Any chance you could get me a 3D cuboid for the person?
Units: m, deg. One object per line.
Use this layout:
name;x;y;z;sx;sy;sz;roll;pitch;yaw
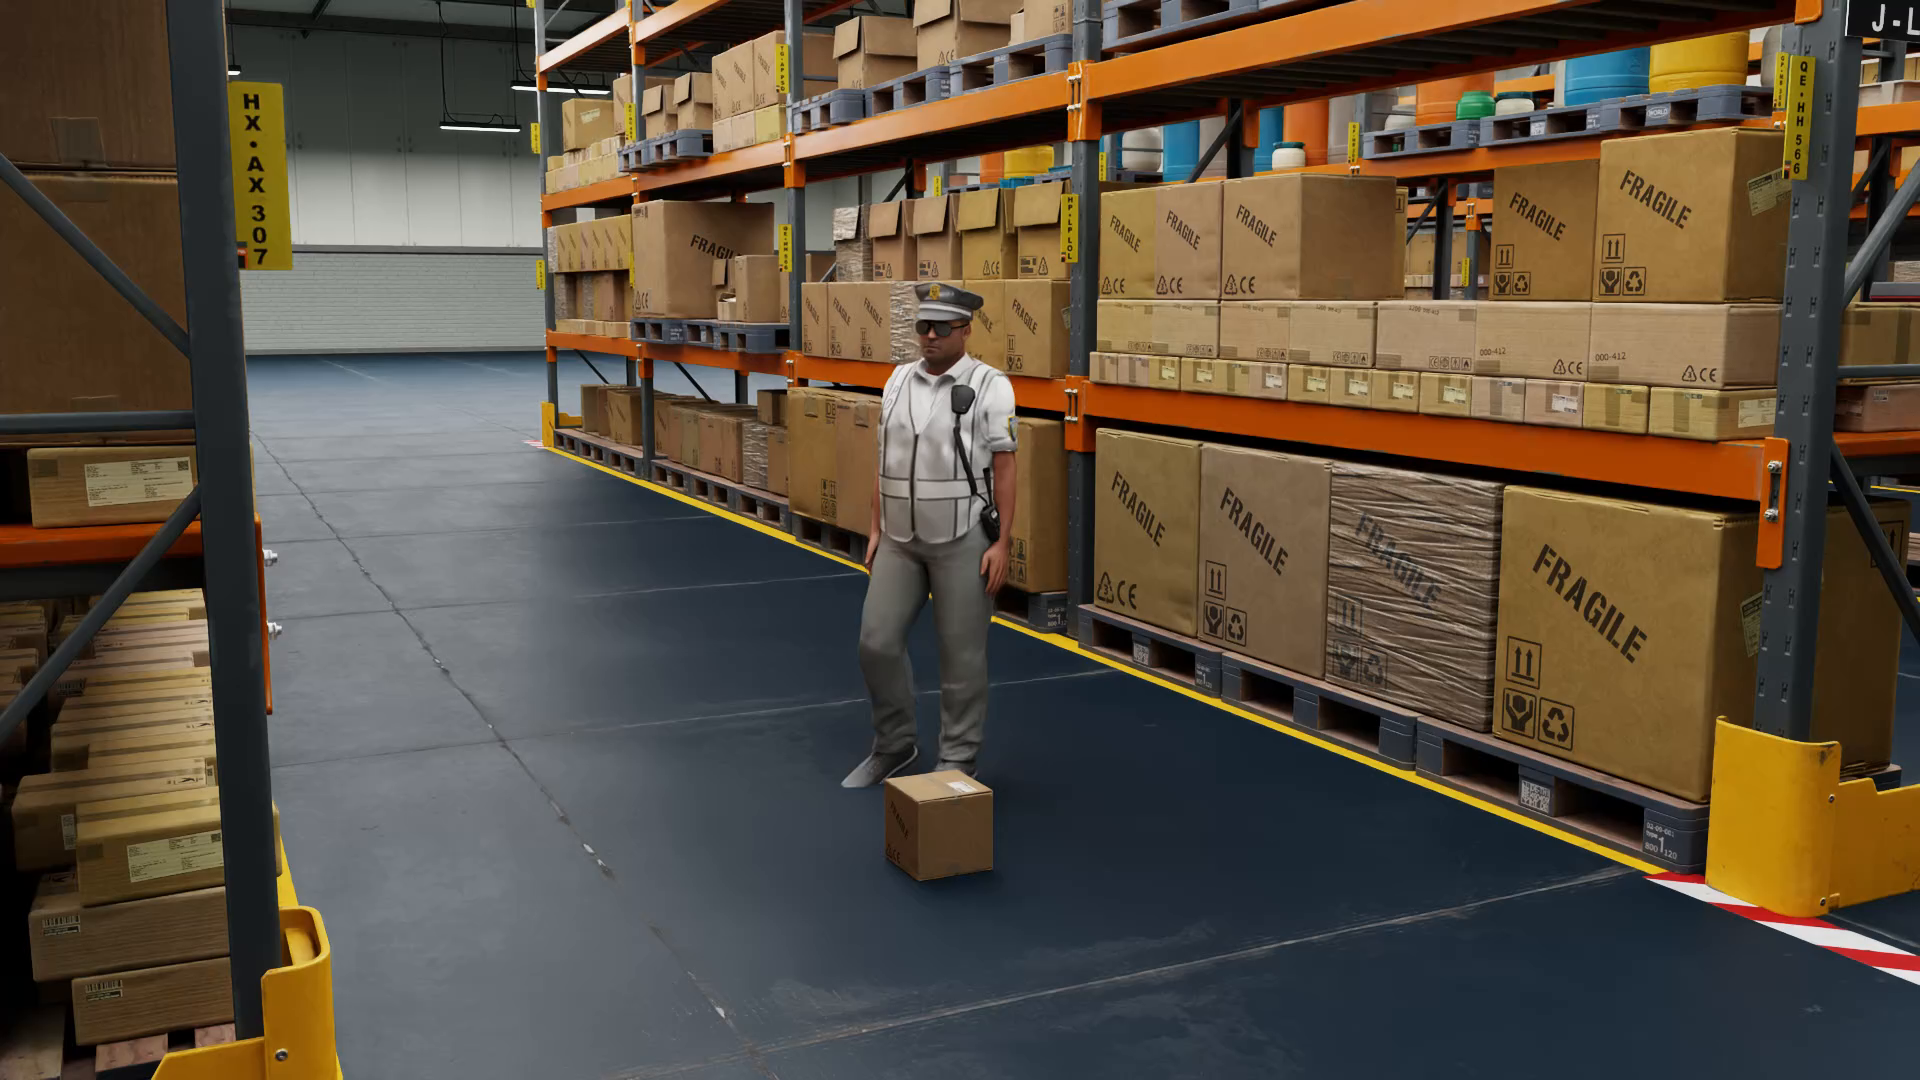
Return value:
person;-0.106;0.020;5.775;0.613;1.815;0.404;4;9;26
